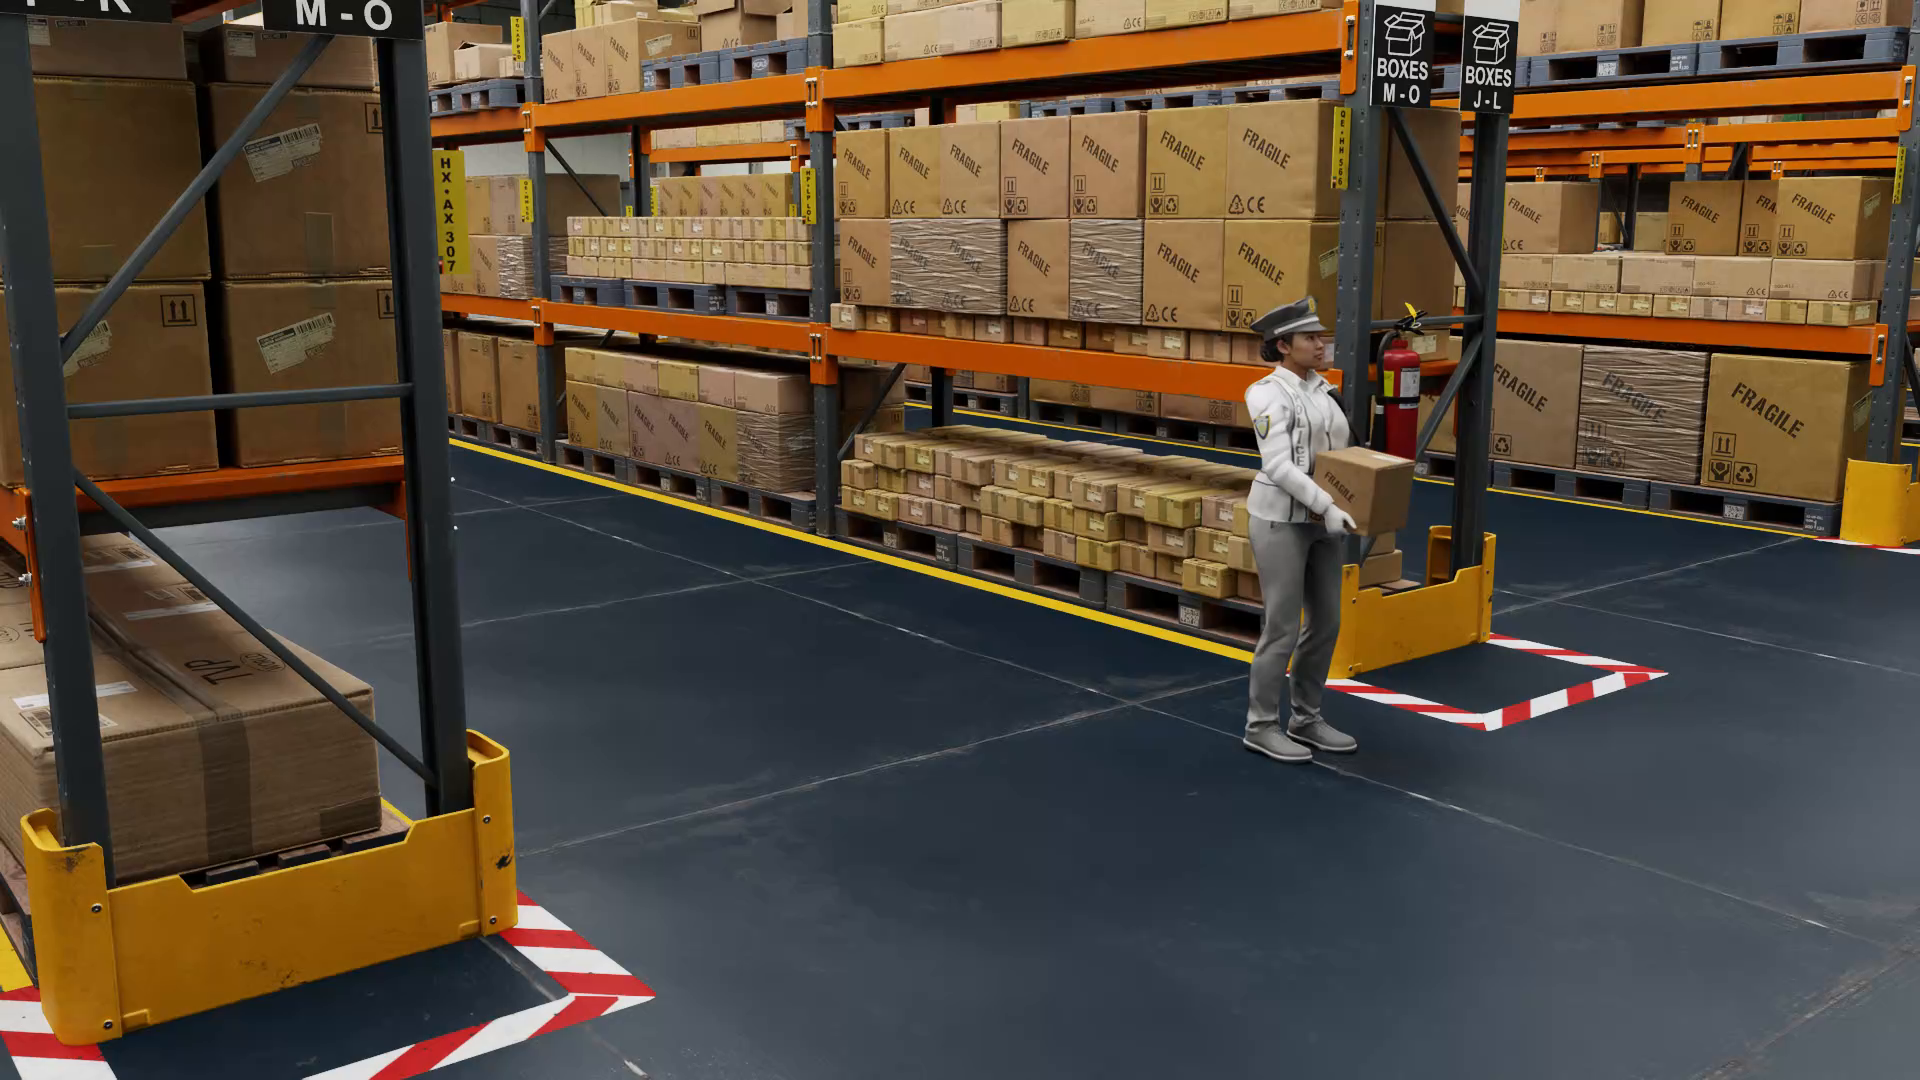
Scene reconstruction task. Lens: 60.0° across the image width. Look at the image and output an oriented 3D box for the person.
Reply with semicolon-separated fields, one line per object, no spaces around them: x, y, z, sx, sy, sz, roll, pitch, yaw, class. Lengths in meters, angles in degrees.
1.285;-0.040;6.077;0.459;1.686;0.555;-10;15;-43;person
